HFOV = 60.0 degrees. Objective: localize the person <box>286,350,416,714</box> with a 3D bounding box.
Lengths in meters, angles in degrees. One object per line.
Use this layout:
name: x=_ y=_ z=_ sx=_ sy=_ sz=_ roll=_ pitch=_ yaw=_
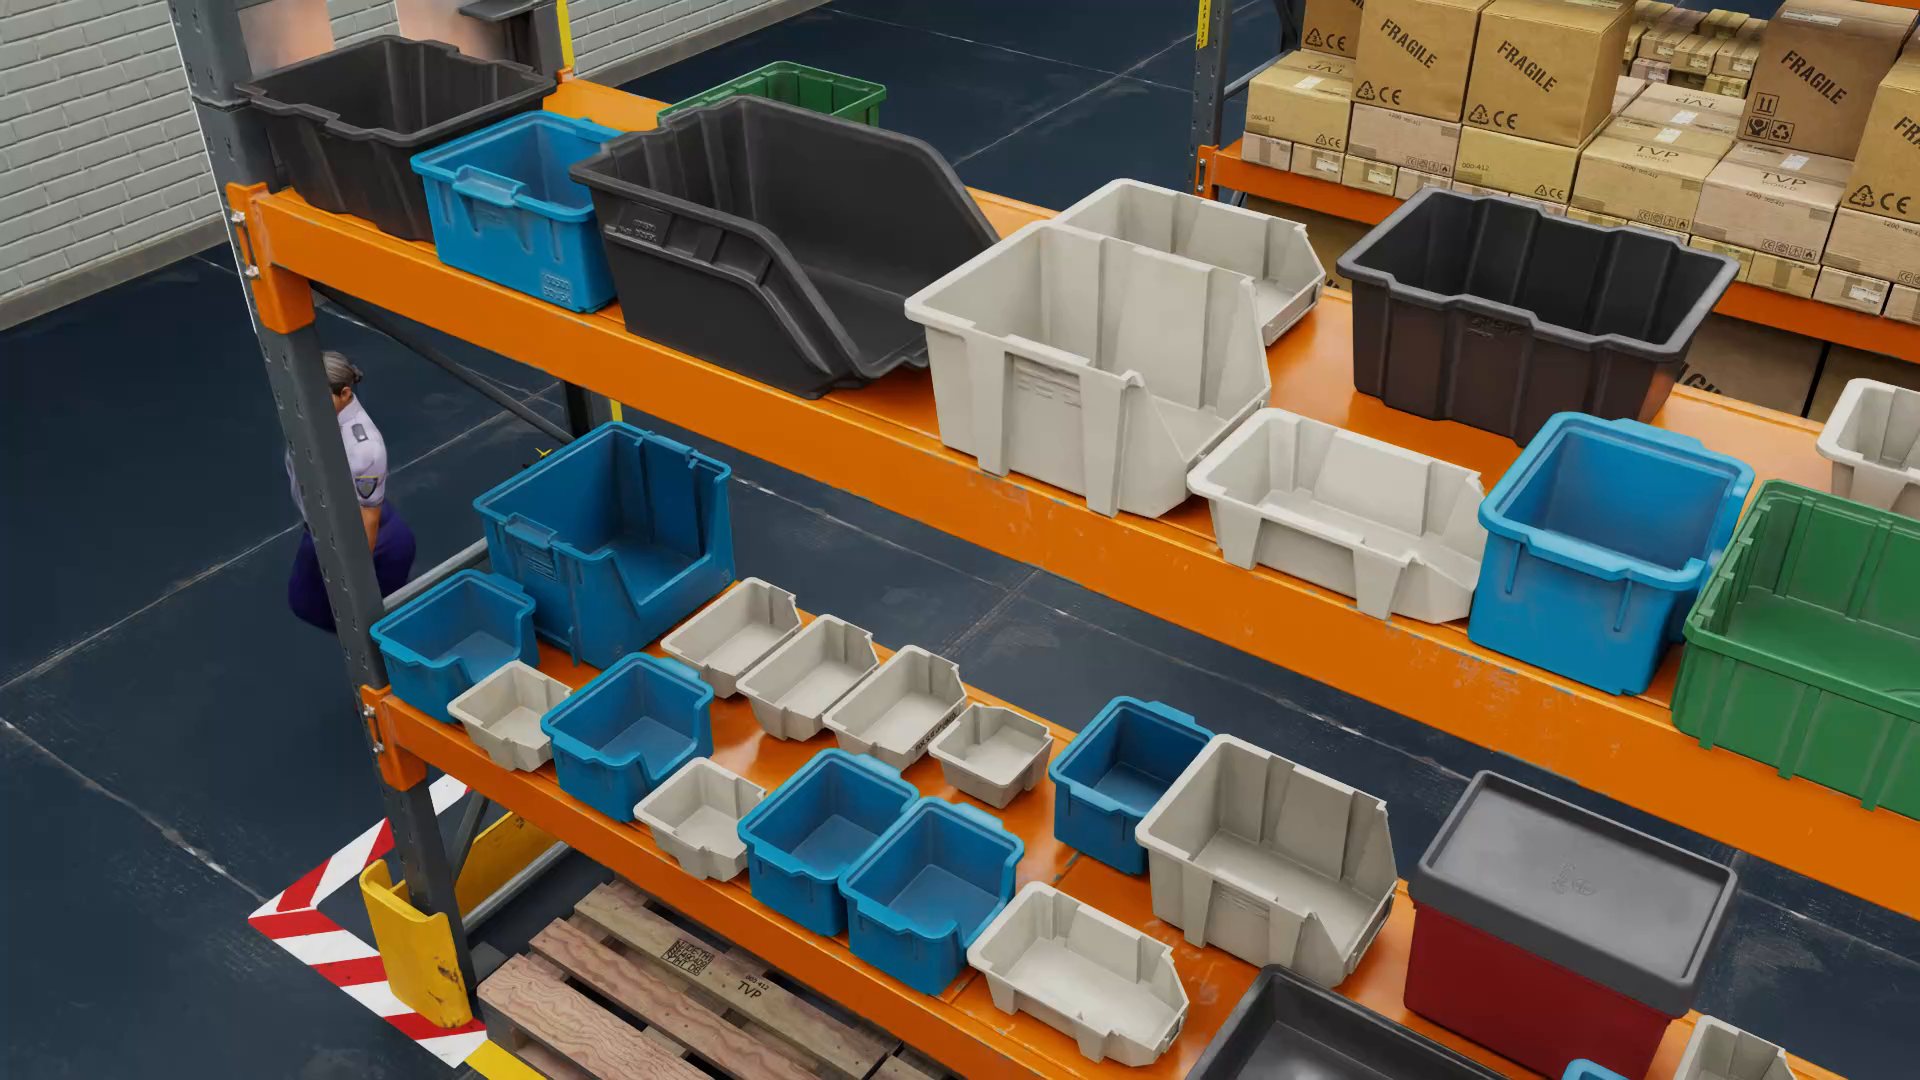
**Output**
person: x=-2.259 y=0.025 z=6.112 sx=0.442 sy=1.656 sz=0.556 roll=-22 pitch=40 yaw=-28
